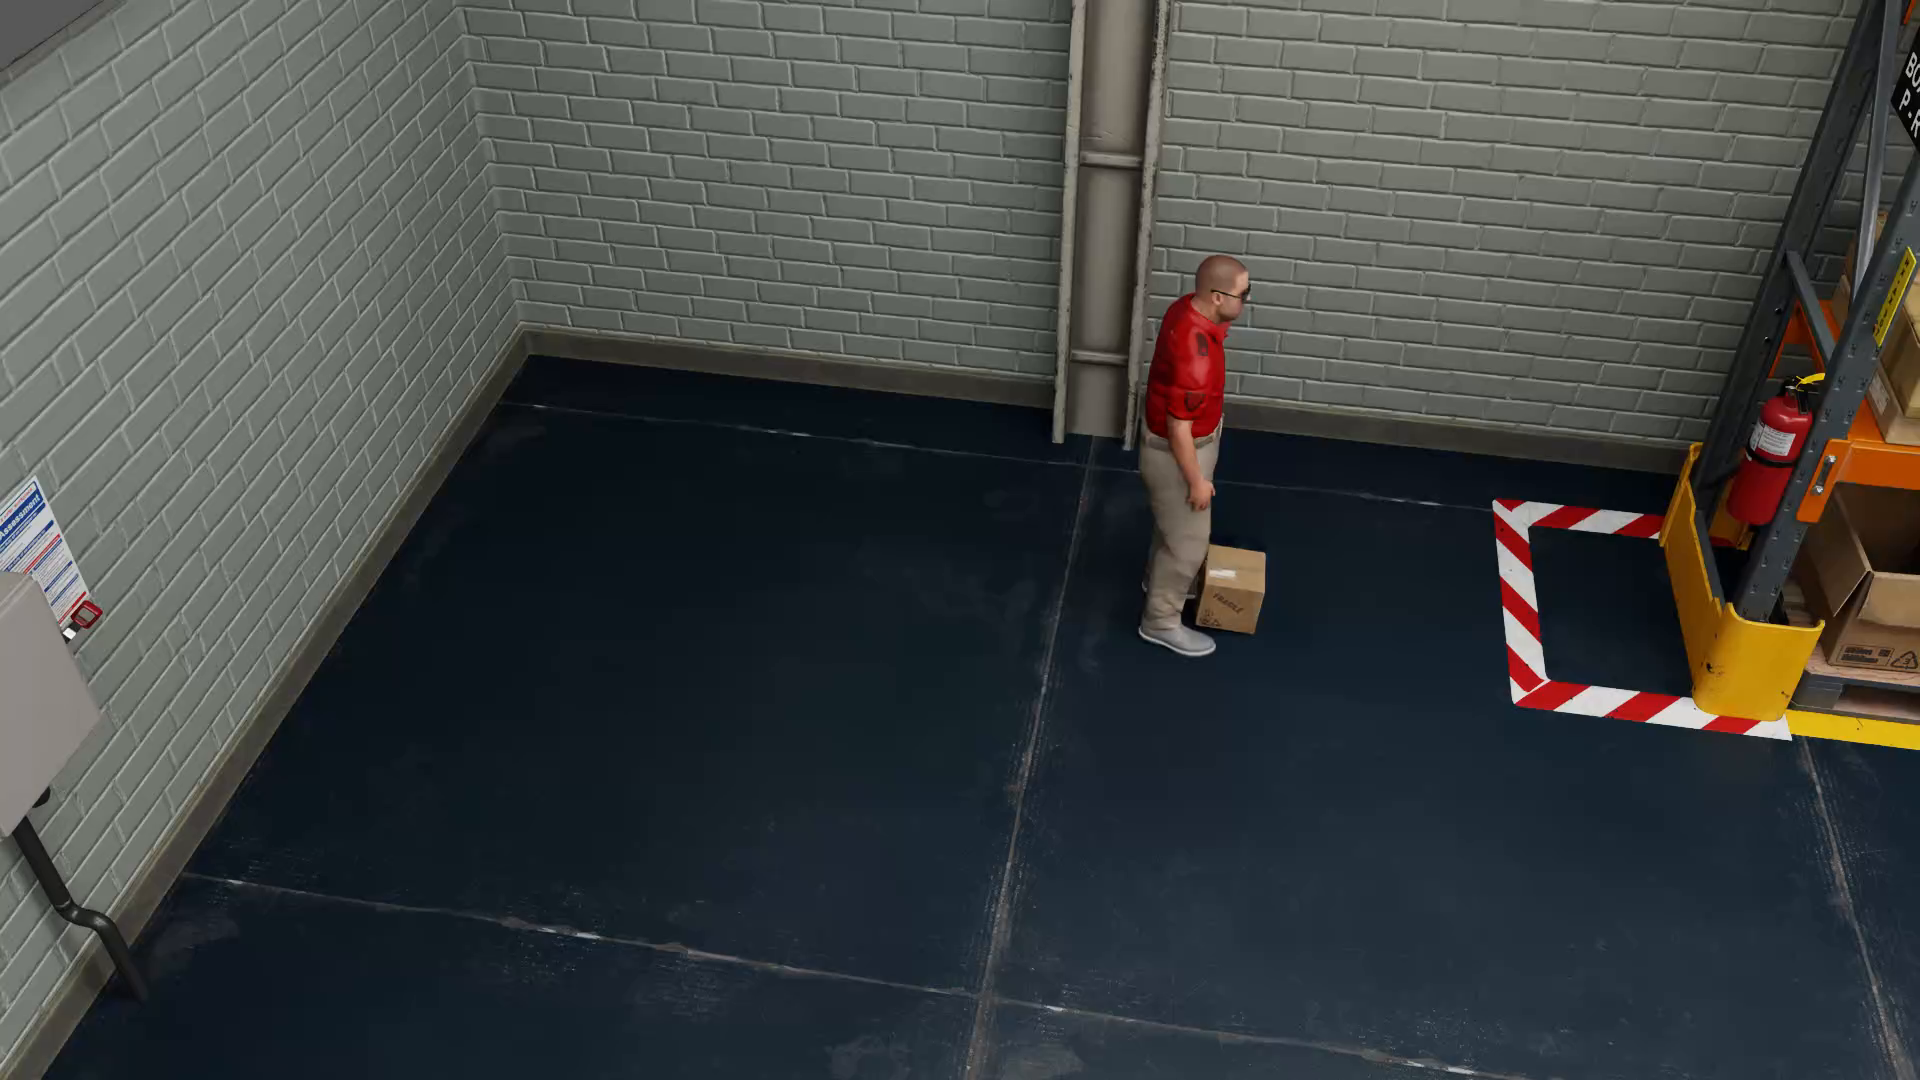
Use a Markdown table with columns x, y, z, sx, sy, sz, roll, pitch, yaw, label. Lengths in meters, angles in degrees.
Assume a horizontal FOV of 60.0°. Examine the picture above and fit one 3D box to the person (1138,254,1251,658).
| x | y | z | sx | sy | sz | roll | pitch | yaw | label |
| --- | --- | --- | --- | --- | --- | --- | --- | --- | --- |
| 0.906 | -0.358 | 6.589 | 0.390 | 1.727 | 0.574 | 5 | 41 | 6 | person |
